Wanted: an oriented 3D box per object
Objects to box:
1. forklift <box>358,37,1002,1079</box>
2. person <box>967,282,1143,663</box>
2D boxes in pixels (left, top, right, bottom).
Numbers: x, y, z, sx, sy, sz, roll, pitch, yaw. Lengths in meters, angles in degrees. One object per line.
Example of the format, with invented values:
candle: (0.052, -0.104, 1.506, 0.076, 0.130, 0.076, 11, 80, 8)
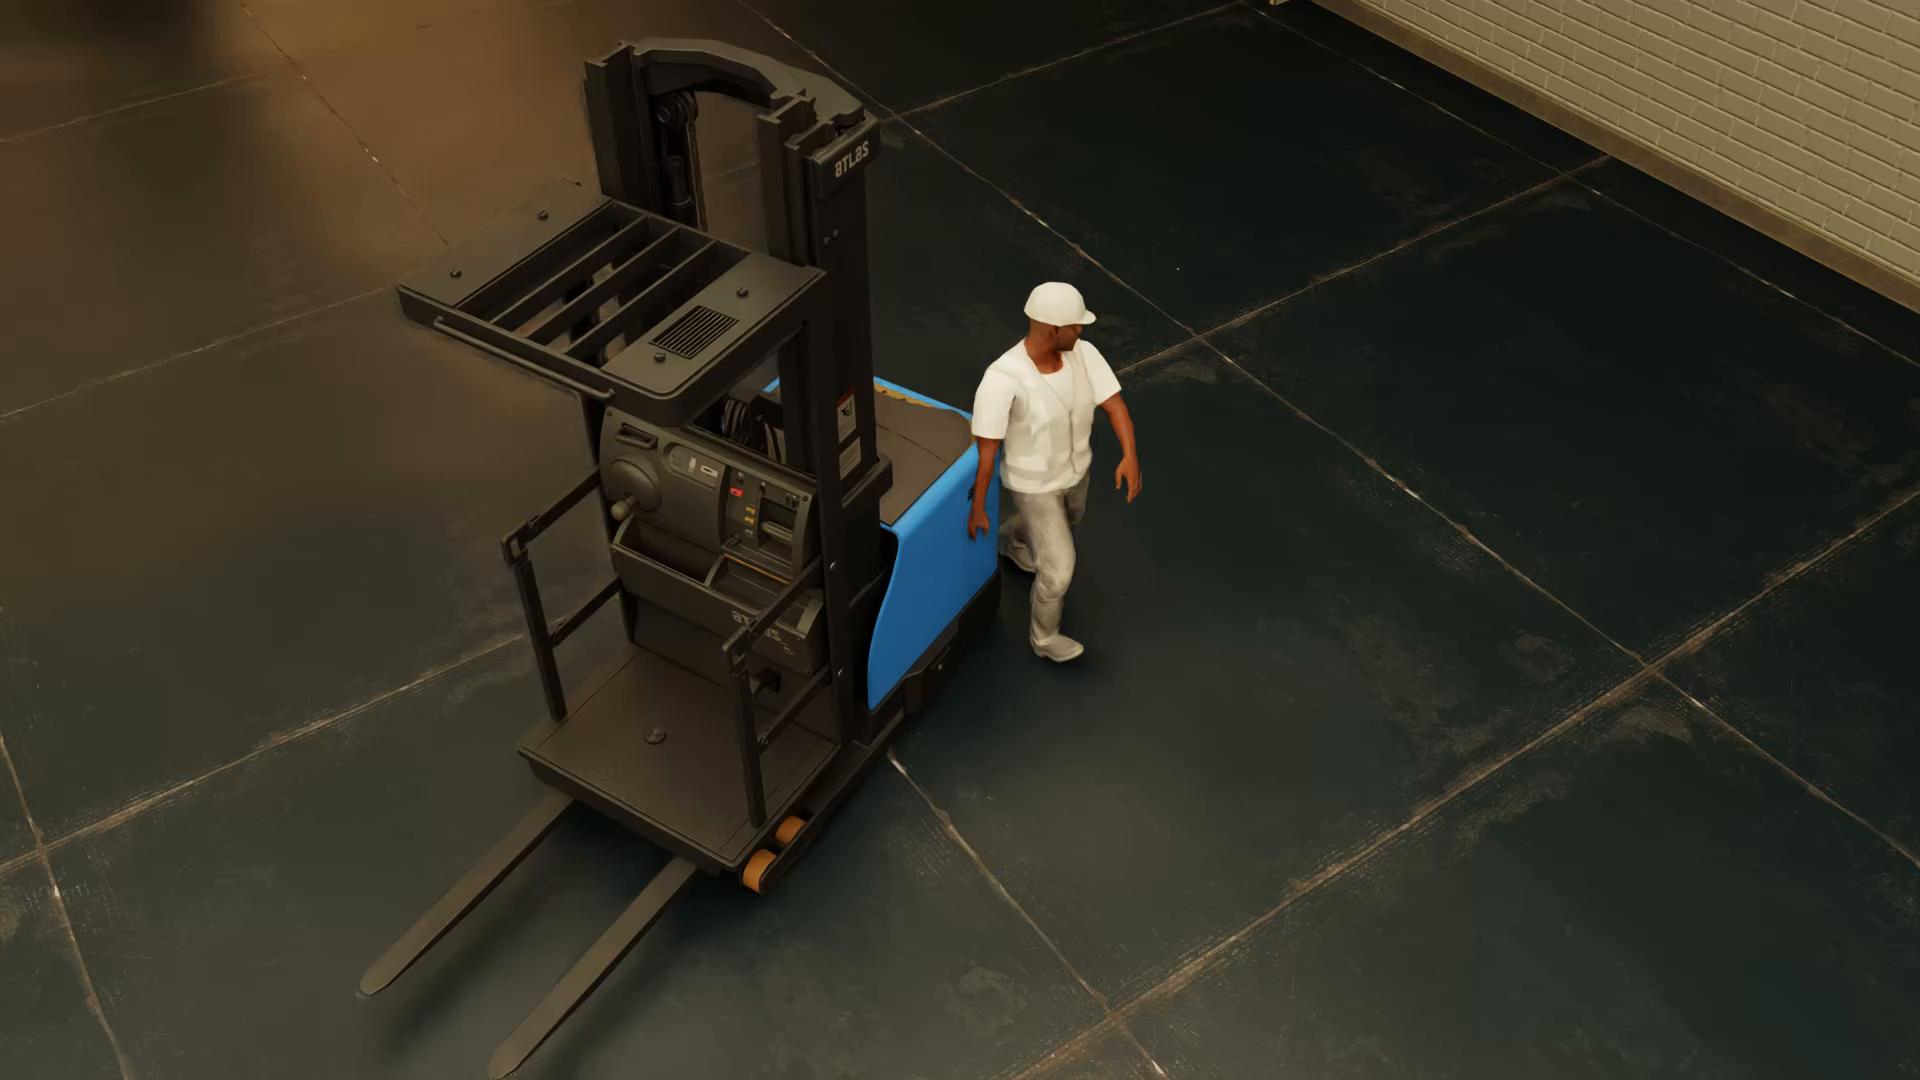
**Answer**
forklift: (-1.028, -0.088, 5.811, 1.130, 2.935, 3.031, 23, 47, 23)
person: (0.348, -0.255, 6.940, 0.859, 1.687, 0.758, 29, 50, 27)
